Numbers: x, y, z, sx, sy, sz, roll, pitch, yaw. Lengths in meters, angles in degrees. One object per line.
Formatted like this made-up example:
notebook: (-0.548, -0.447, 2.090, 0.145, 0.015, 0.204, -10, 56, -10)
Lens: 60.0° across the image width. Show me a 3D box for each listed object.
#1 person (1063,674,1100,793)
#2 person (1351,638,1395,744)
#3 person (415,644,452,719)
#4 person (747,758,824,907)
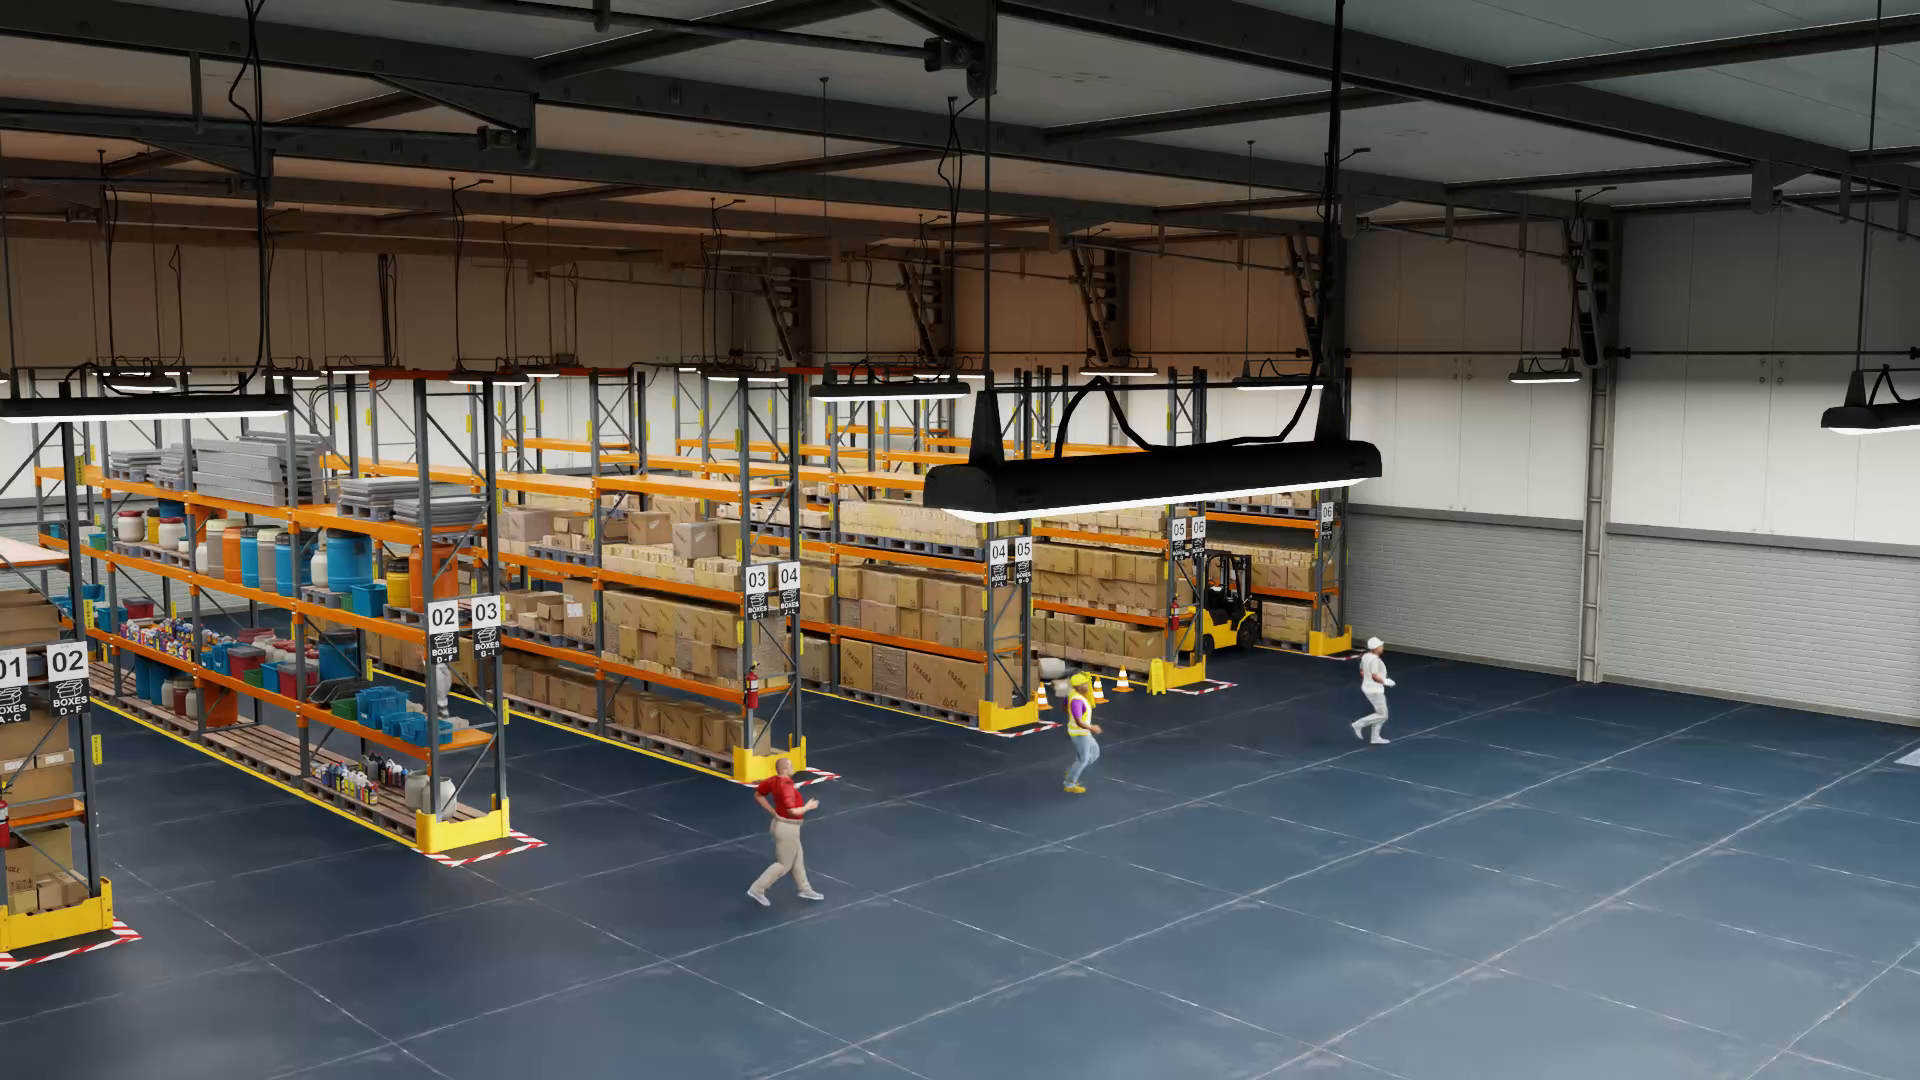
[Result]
person: (1.758, 2.773, 23.959, 0.543, 1.721, 0.680, 0, 6, -1)
person: (6.645, 2.438, 26.855, 0.679, 1.741, 0.678, 0, 6, -2)
person: (-9.033, 2.219, 28.769, 0.655, 1.778, 0.872, -6, 9, -44)
person: (-1.985, 3.326, 18.914, 0.966, 1.740, 0.659, -3, 7, -24)
